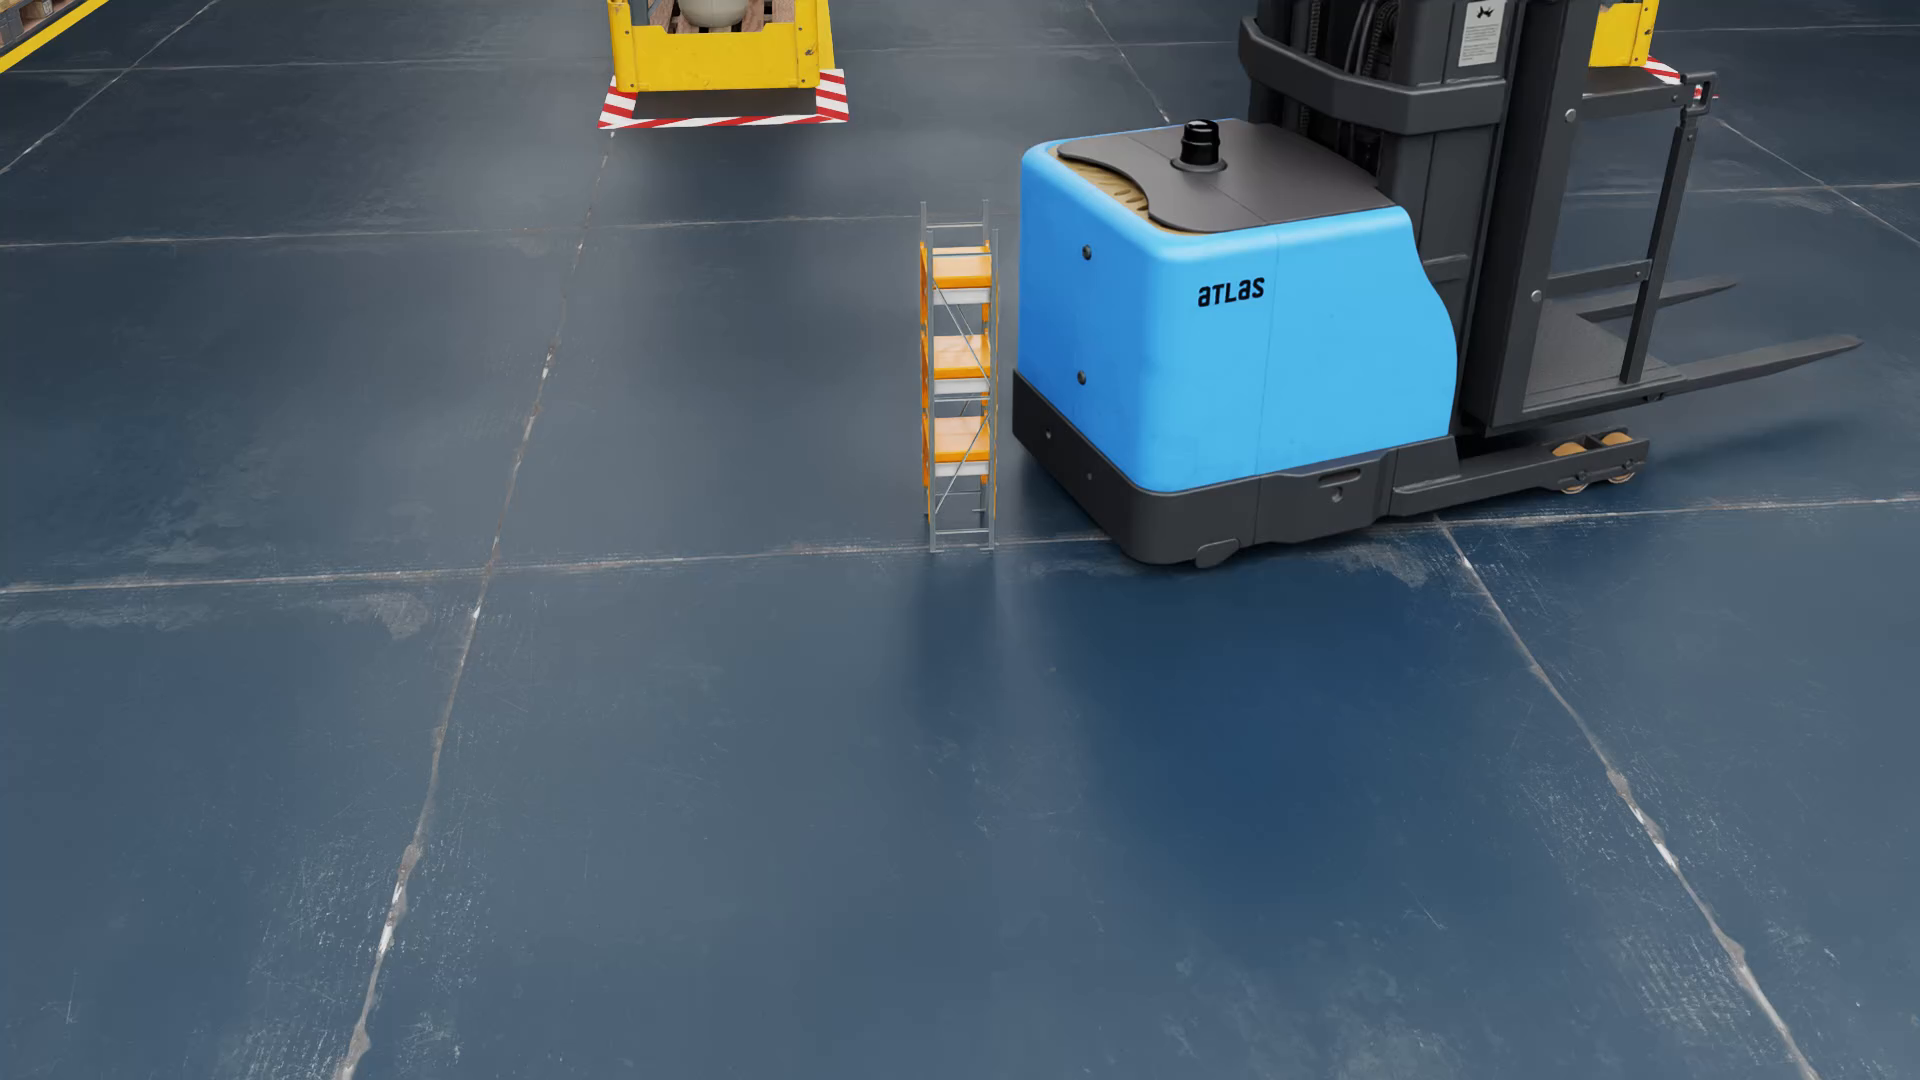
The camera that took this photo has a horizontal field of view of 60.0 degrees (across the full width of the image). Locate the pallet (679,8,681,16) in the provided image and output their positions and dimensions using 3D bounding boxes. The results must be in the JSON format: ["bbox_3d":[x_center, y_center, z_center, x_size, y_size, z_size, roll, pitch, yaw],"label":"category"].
[{"bbox_3d":[-1.591,-3.811,11.424,1.003,0.211,1.213,-3,31,-5],"label":"pallet"}]

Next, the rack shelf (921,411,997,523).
[{"bbox_3d":[-0.005,-0.230,5.174,0.215,0.259,0.240,-3,31,-5],"label":"rack shelf"}]

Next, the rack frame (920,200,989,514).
[{"bbox_3d":[-0.016,-0.540,5.131,0.200,1.050,0.008,-3,31,-5],"label":"rack frame"}]

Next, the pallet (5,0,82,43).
[{"bbox_3d":[-6.512,-3.512,10.924,1.003,0.211,1.213,-3,31,-5],"label":"pallet"}]

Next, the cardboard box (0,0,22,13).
[{"bbox_3d":[-6.213,-3.494,10.446,0.500,0.250,0.500,-3,31,-5],"label":"cardboard box"}]

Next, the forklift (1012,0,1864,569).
[{"bbox_3d":[1.747,-1.649,5.152,3.031,2.935,1.130,-12,33,-19],"label":"forklift"}]

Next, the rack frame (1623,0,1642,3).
[{"bbox_3d":[3.576,-4.172,9.310,1.000,3.000,0.127,-3,31,-5],"label":"rack frame"}]

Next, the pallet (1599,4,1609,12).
[{"bbox_3d":[3.528,-3.430,10.787,1.003,0.211,1.213,-3,31,-5],"label":"pallet"}]

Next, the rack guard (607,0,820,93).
[{"bbox_3d":[-1.410,-2.898,9.614,1.175,0.500,0.348,-3,31,-5],"label":"rack guard"}]

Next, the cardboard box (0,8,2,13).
[{"bbox_3d":[-6.167,-3.239,10.019,0.500,0.250,0.500,-3,31,-5],"label":"cardboard box"}]

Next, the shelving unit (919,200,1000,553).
[{"bbox_3d":[-0.005,-0.478,5.027,0.215,1.050,0.252,-3,31,-5],"label":"shelving unit"}]

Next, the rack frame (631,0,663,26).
[{"bbox_3d":[-1.356,-3.935,8.912,1.000,3.000,0.127,-3,31,-5],"label":"rack frame"}]

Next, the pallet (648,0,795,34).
[{"bbox_3d":[-1.480,-3.189,10.383,1.003,0.211,1.213,-3,31,-5],"label":"pallet"}]

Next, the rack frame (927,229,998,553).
[{"bbox_3d":[0.006,-0.416,4.922,0.200,1.050,0.008,-3,31,-5],"label":"rack frame"}]

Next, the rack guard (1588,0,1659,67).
[{"bbox_3d":[3.569,-3.138,10.016,1.175,0.500,0.348,-3,31,-5],"label":"rack guard"}]

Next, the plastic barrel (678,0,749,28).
[{"bbox_3d":[-1.493,-3.379,9.999,0.421,0.512,0.421,0,31,0],"label":"plastic barrel"}]

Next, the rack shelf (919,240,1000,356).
[{"bbox_3d":[-0.005,-0.713,4.886,0.215,0.259,0.240,-3,31,-5],"label":"rack shelf"}]

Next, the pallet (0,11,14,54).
[{"bbox_3d":[-6.401,-2.891,9.884,1.003,0.211,1.213,-3,31,-5],"label":"pallet"}]

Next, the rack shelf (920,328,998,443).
[{"bbox_3d":[-0.005,-0.469,5.032,0.215,0.259,0.240,-3,31,-5],"label":"rack shelf"}]
